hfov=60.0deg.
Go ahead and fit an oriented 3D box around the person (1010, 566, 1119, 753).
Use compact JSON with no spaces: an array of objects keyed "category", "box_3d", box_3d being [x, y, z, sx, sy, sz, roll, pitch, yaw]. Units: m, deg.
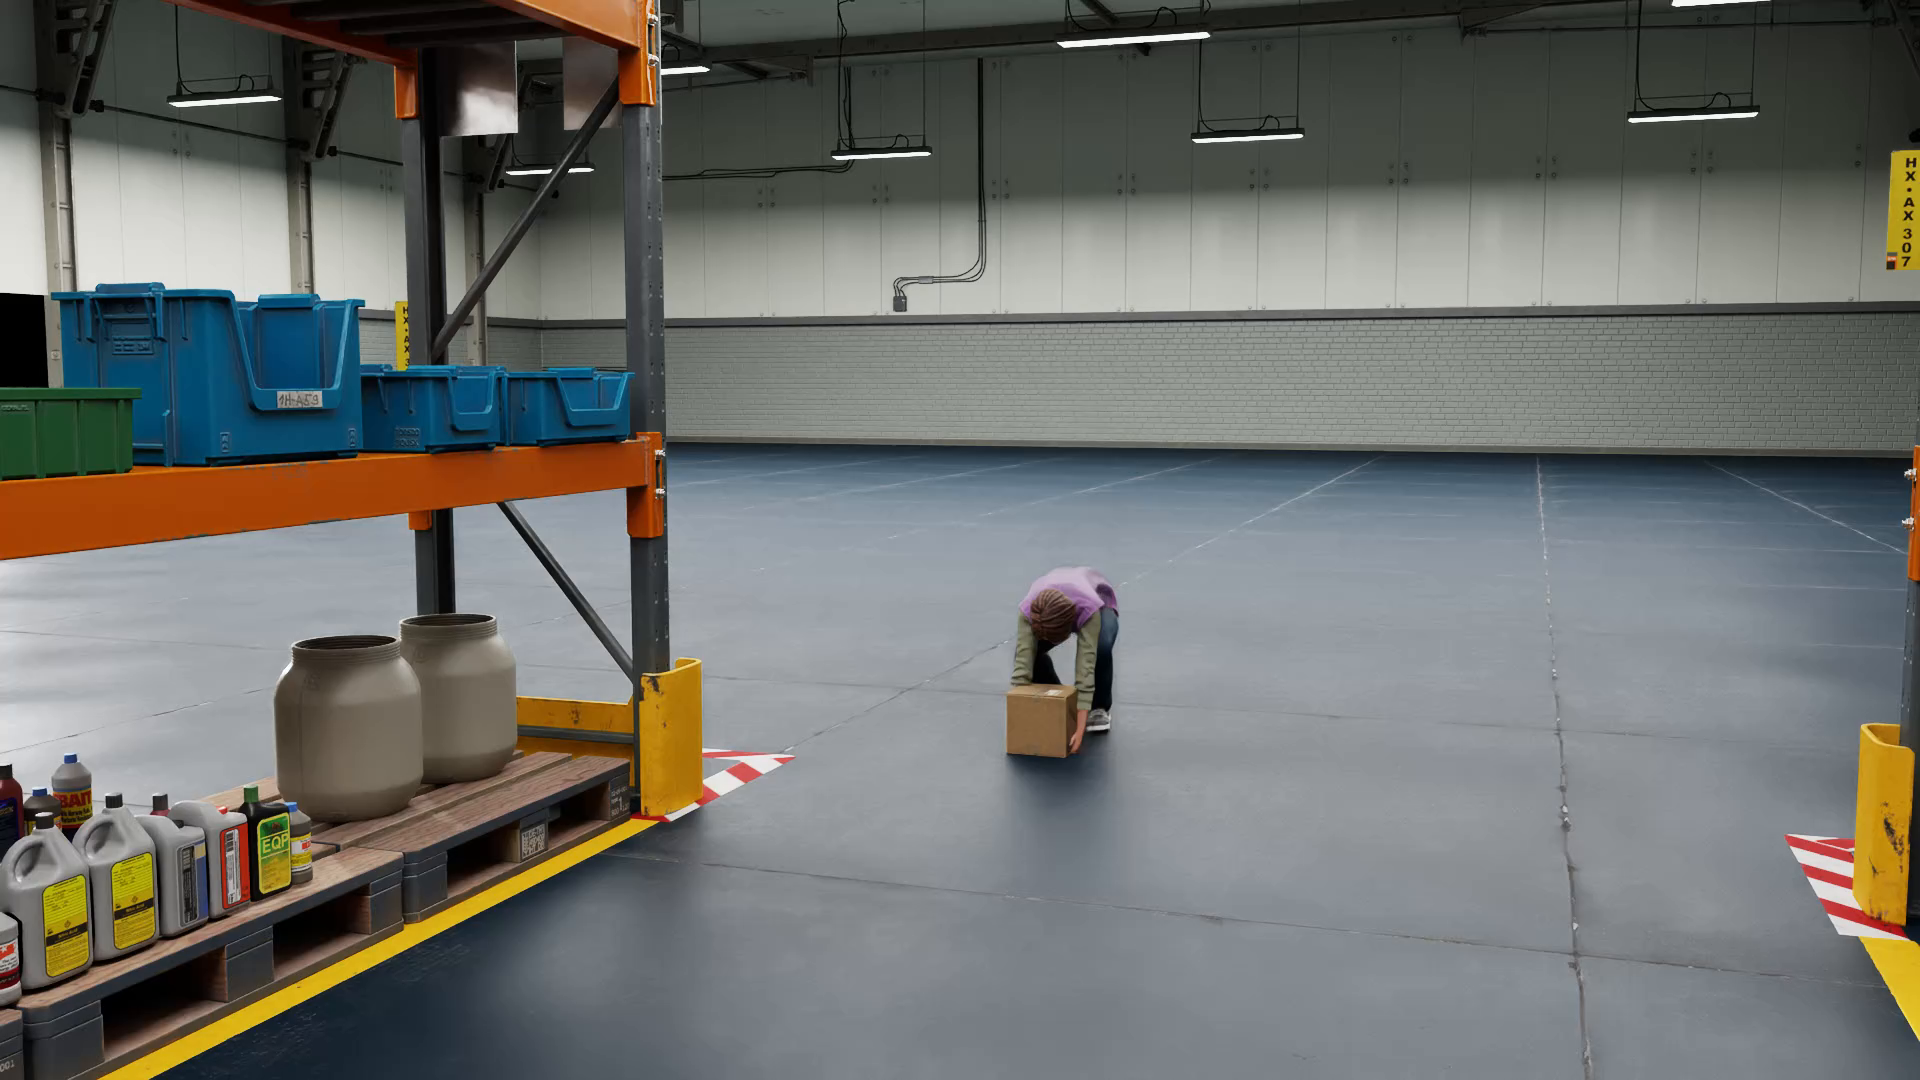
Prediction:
[{"category":"person","box_3d":[0.452,0.491,7.098,0.422,0.737,0.873,2,6,17]}]
